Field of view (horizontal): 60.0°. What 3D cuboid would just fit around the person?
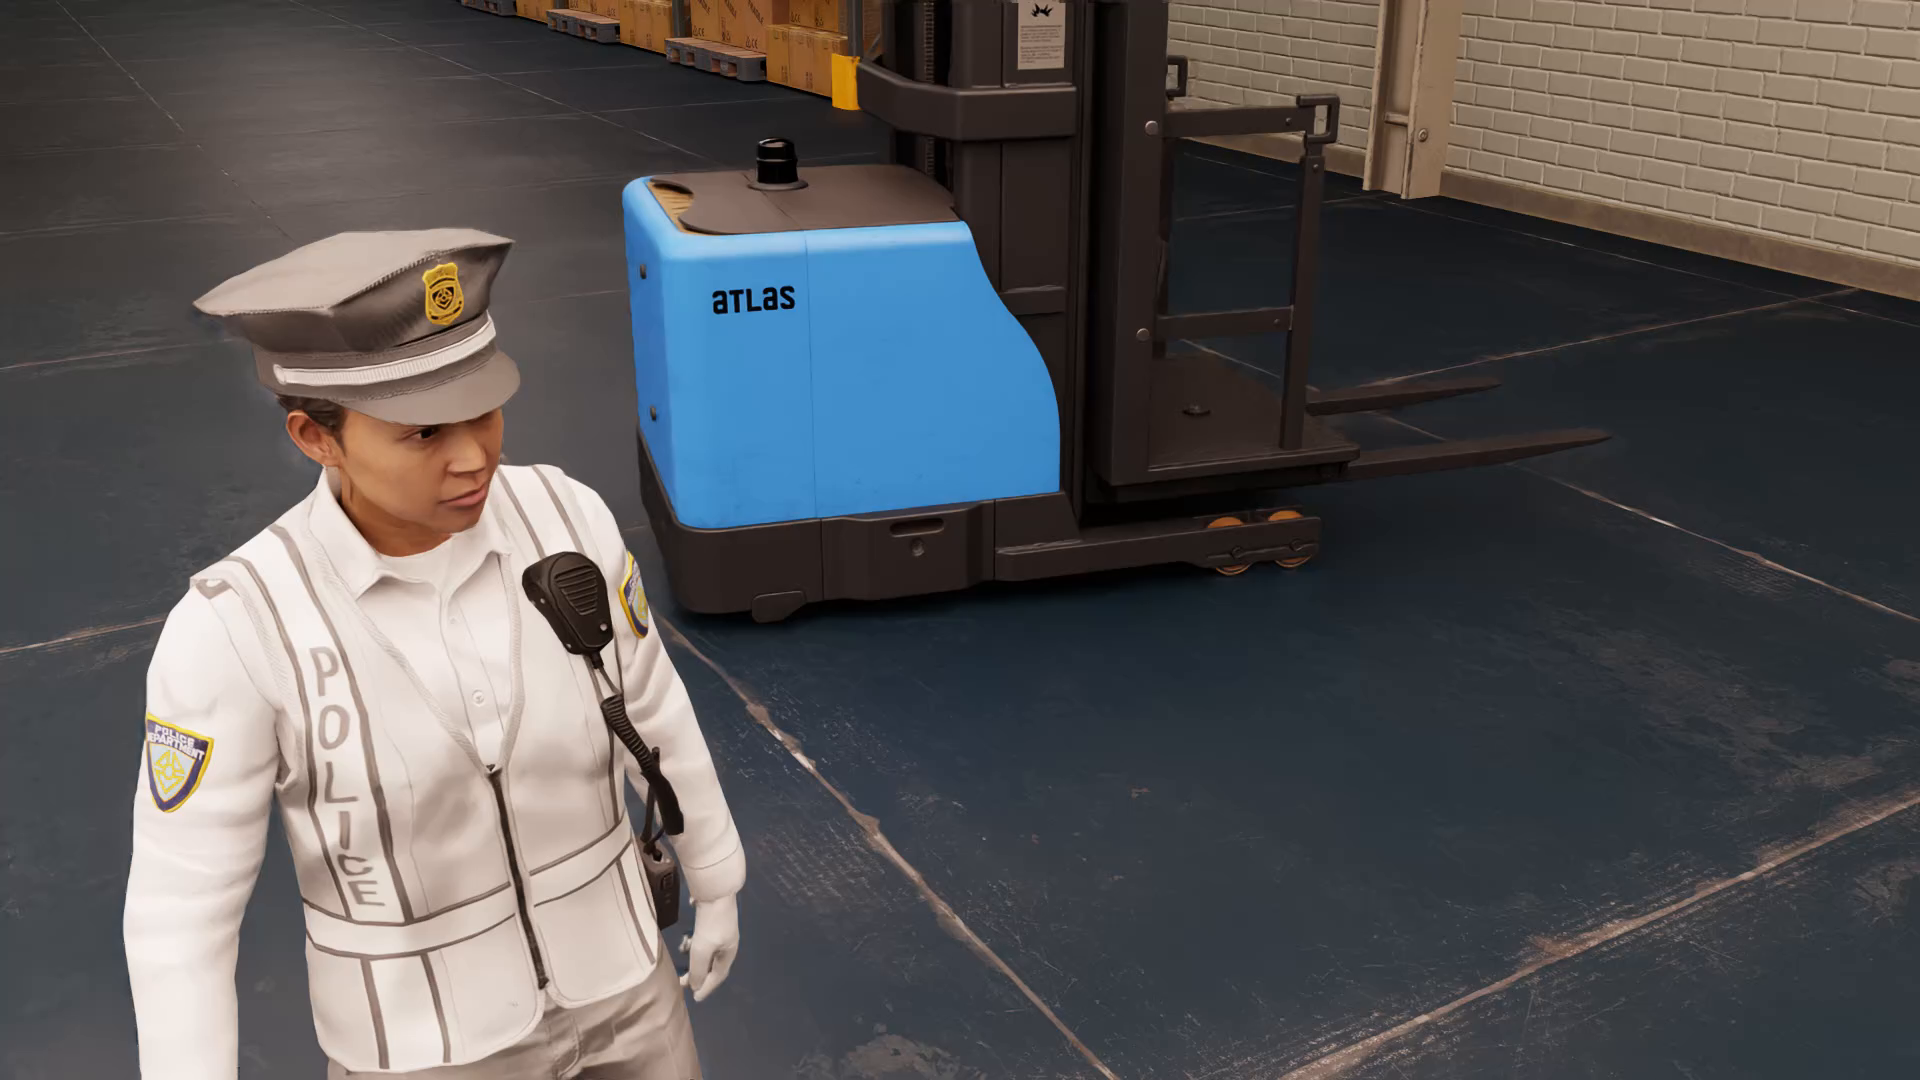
[{"bbox_3d":[-0.479,0.516,1.703,0.671,1.672,0.375,-18,28,-36],"label":"person"}]

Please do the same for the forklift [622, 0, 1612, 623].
[{"bbox_3d":[0.561,-1.438,4.778,3.031,2.935,1.130,-7,23,-16],"label":"forklift"}]
